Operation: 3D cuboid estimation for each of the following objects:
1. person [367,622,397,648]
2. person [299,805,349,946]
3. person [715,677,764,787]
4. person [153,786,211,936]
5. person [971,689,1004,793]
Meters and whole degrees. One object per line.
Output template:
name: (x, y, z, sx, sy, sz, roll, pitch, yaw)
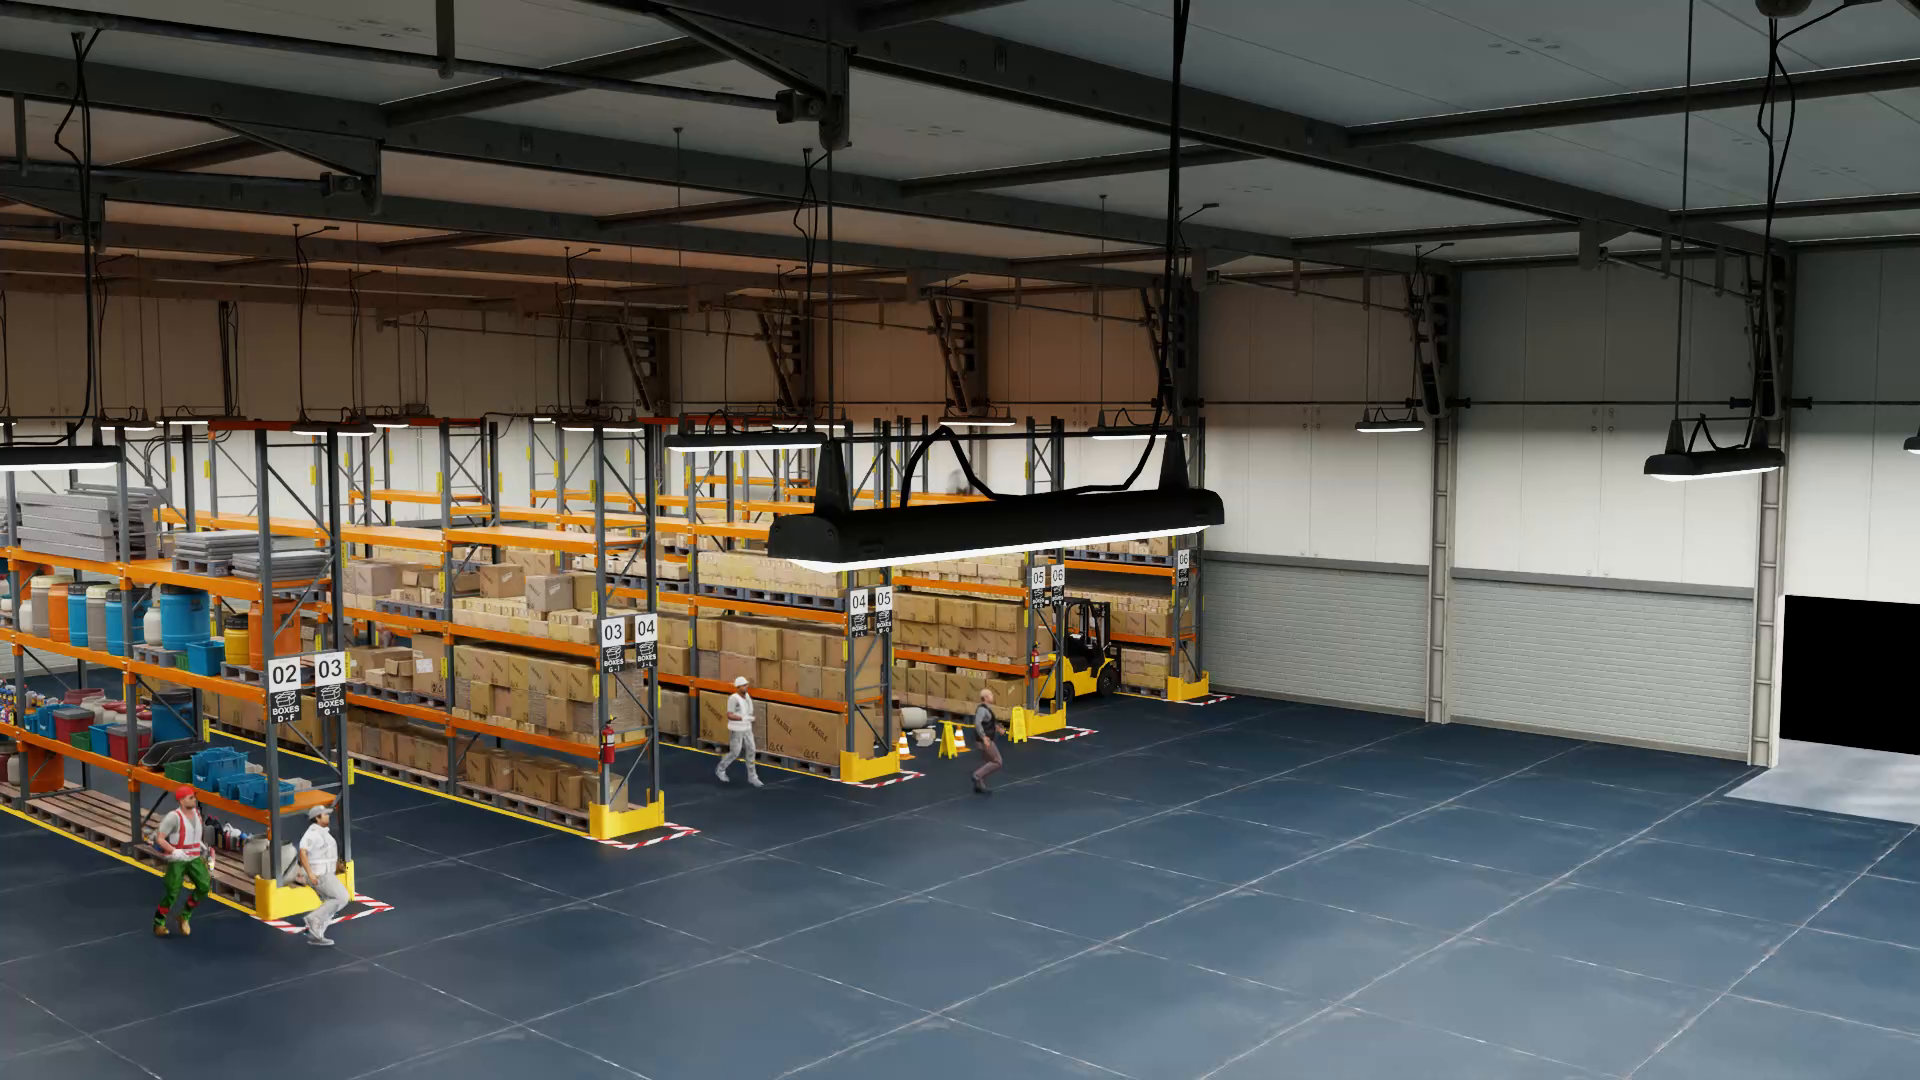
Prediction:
person: (-12.129, 2.536, 34.994, 0.726, 1.735, 0.900, -4, 6, -41)
person: (-7.441, 3.913, 19.528, 0.526, 1.594, 0.640, -1, 5, -13)
person: (-3.640, 3.156, 27.438, 0.861, 1.821, 0.708, 2, 5, 26)
person: (-9.227, 3.811, 19.830, 0.635, 1.755, 0.721, 2, 5, 26)
person: (0.444, 3.253, 26.928, 0.570, 1.690, 0.672, 0, 5, -4)
